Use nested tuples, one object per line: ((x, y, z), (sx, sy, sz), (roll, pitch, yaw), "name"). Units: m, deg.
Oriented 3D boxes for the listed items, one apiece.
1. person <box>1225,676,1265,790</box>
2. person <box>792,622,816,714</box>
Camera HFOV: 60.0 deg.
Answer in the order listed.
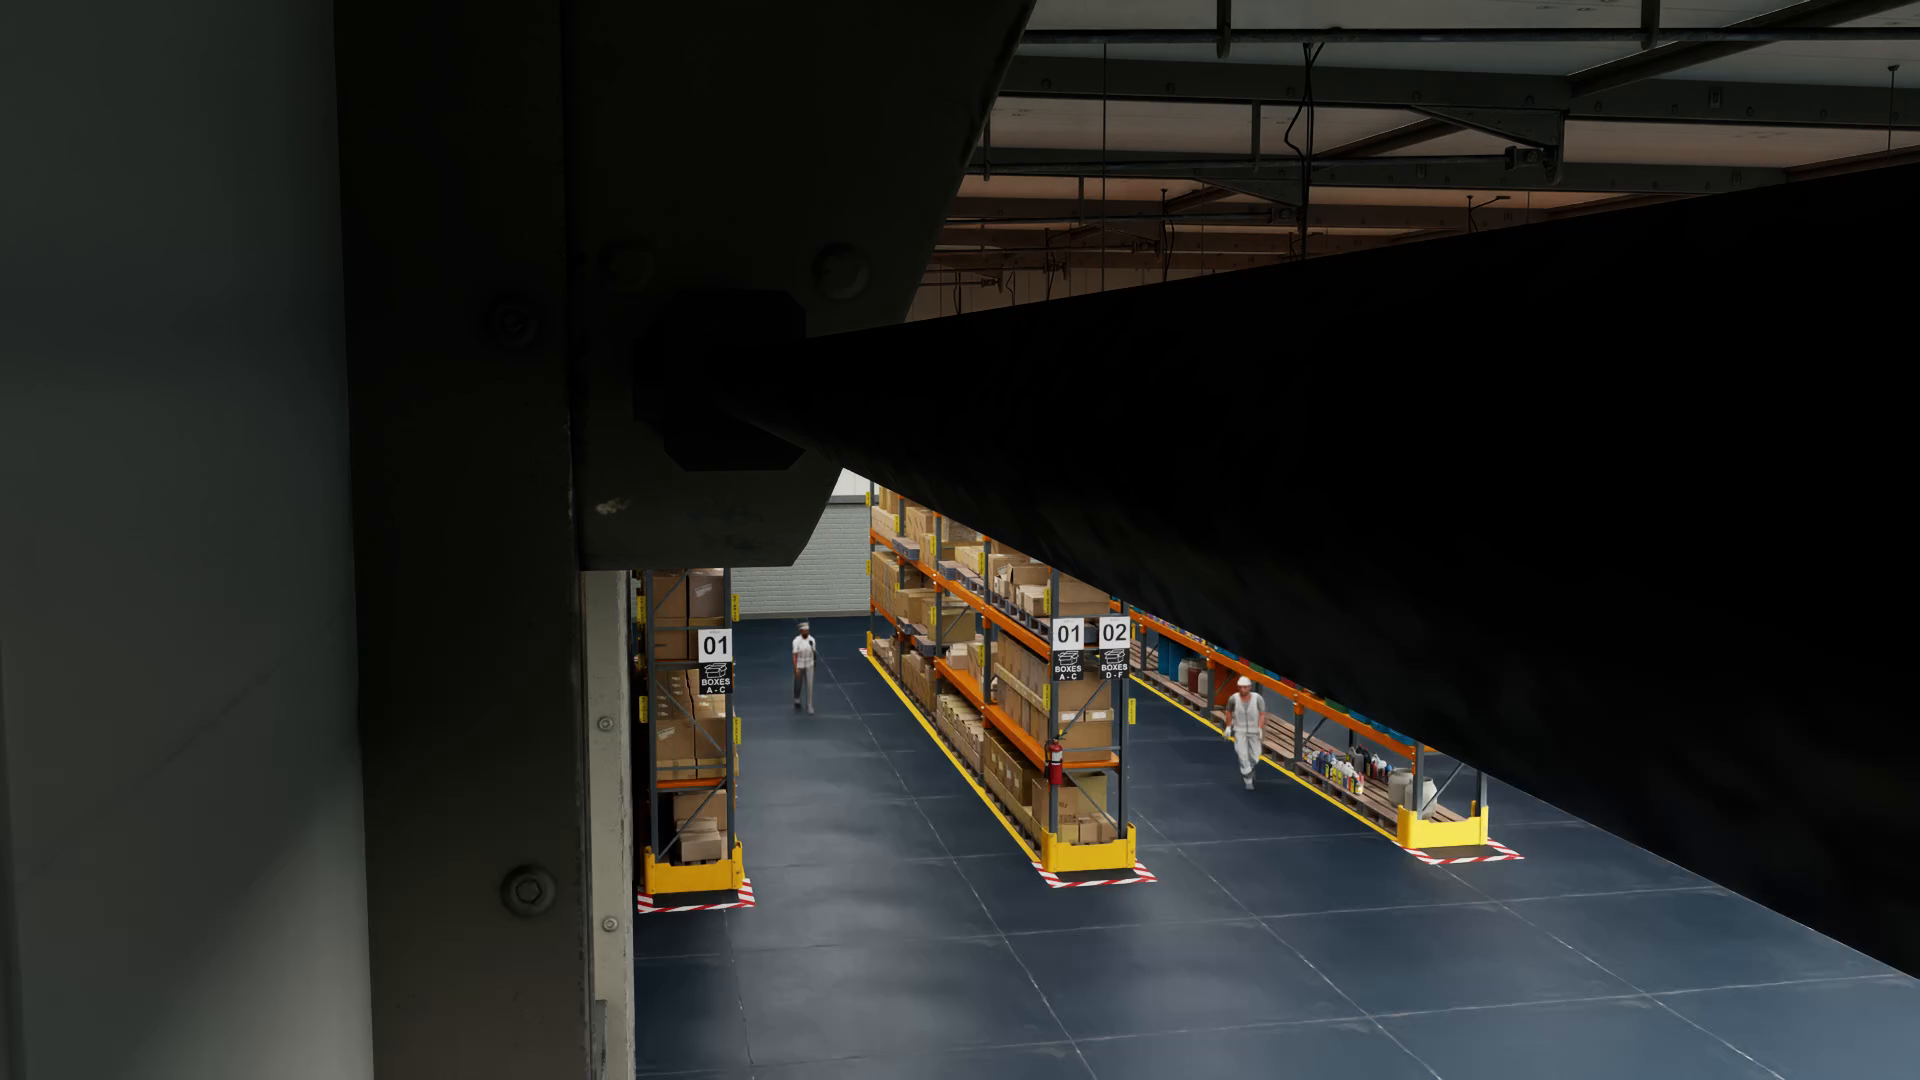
((4.303, 2.871, 25.118), (0.590, 1.698, 0.796), (1, 6, 5), "person")
((-2.862, 2.313, 30.534), (0.442, 1.626, 1.028), (-1, 6, -11), "person")
